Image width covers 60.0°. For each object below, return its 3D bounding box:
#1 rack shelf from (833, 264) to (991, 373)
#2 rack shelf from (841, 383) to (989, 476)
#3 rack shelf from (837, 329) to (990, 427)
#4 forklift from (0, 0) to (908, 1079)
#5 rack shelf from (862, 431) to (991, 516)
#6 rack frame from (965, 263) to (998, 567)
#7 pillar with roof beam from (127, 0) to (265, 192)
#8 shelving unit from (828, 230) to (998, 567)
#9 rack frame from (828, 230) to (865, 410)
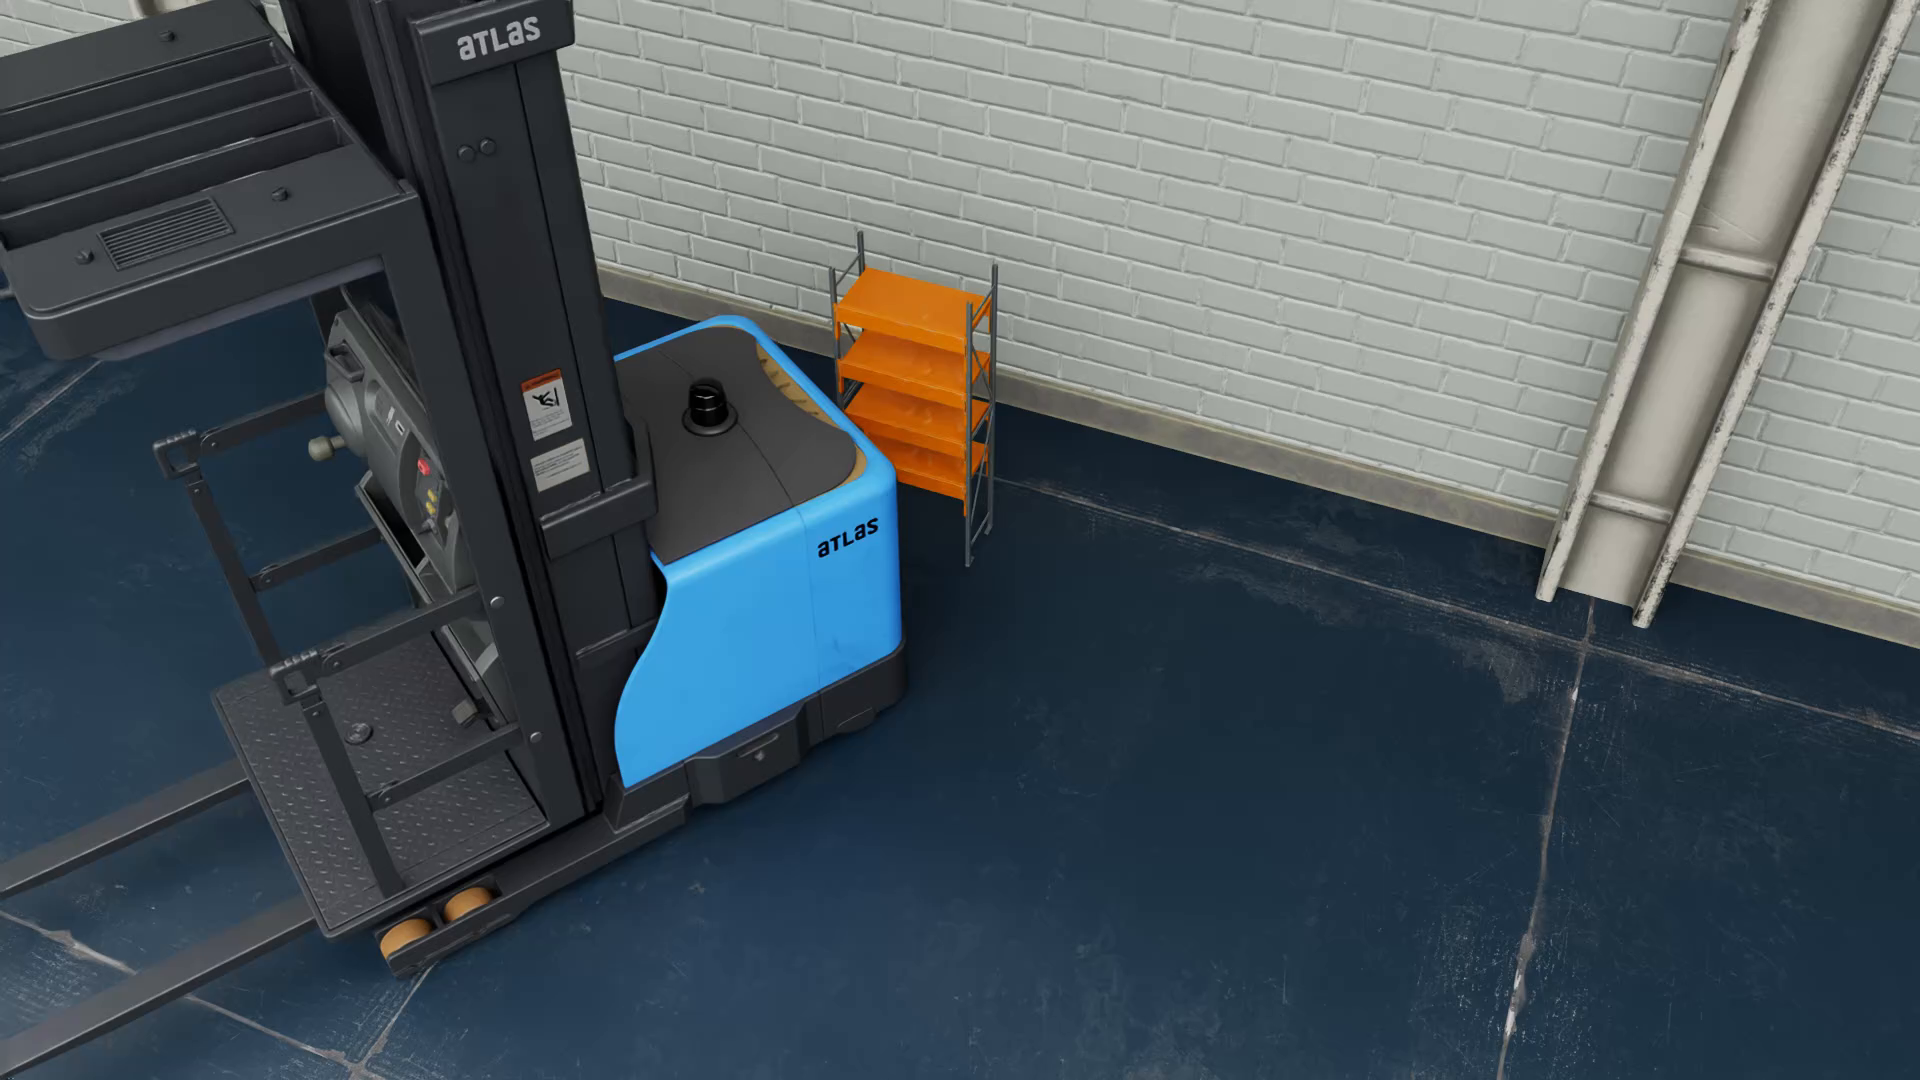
[{"bbox_3d":[-0.153,-0.749,5.595,0.480,0.148,0.258,16,47,16],"label":"rack shelf"},{"bbox_3d":[-0.153,-0.423,5.919,0.480,0.148,0.258,16,47,16],"label":"rack shelf"},{"bbox_3d":[-0.153,-0.581,5.762,0.480,0.148,0.258,16,47,16],"label":"rack shelf"},{"bbox_3d":[-1.679,-0.179,4.352,3.031,2.935,1.130,-26,50,-24],"label":"forklift"},{"bbox_3d":[-0.153,-0.282,6.059,0.480,0.148,0.258,16,47,16],"label":"rack shelf"},{"bbox_3d":[0.072,-0.404,5.805,0.015,1.200,0.240,16,47,16],"label":"rack frame"},{"bbox_3d":[-4.864,-1.853,1.732,0.400,9.000,9.100,16,47,16],"label":"pillar with roof beam"},{"bbox_3d":[-0.153,-0.470,5.872,0.503,1.200,0.258,16,47,16],"label":"shelving unit"},{"bbox_3d":[-0.378,-0.537,5.939,0.015,1.200,0.240,16,47,16],"label":"rack frame"}]
